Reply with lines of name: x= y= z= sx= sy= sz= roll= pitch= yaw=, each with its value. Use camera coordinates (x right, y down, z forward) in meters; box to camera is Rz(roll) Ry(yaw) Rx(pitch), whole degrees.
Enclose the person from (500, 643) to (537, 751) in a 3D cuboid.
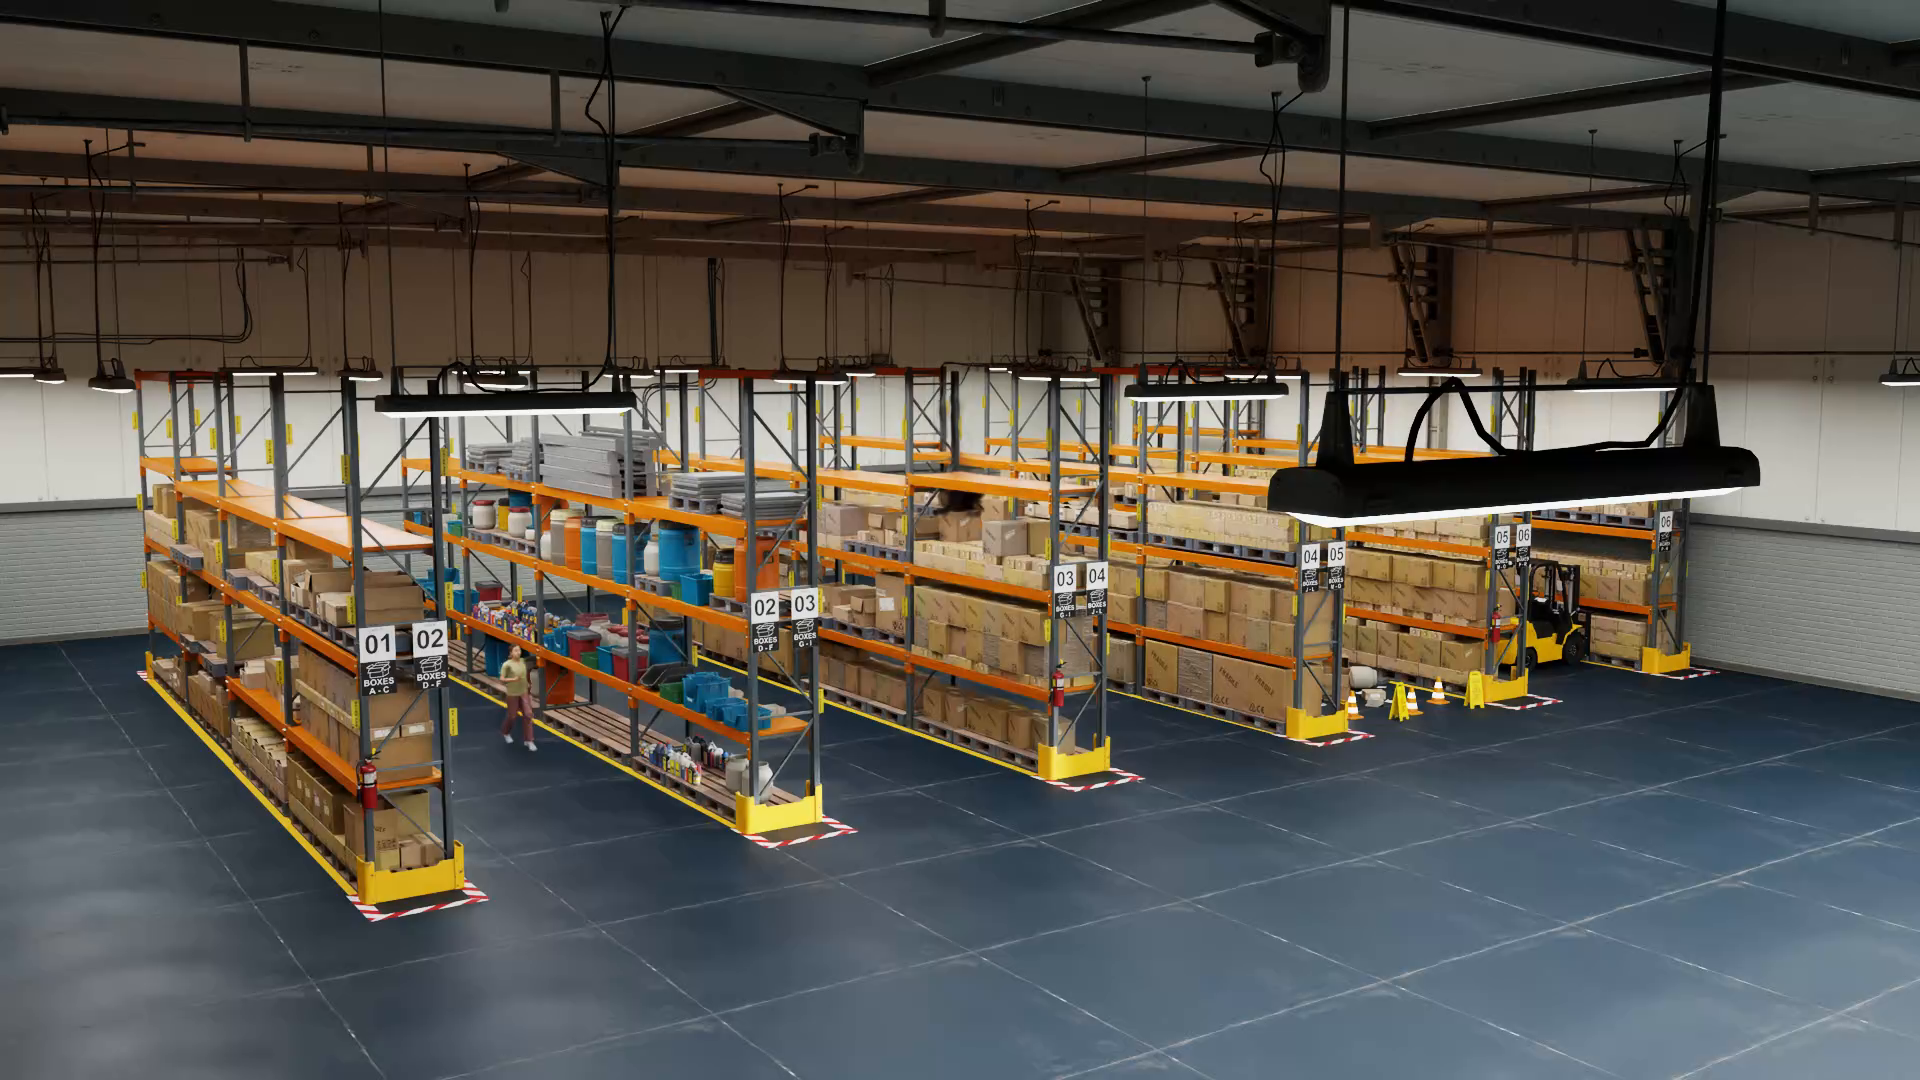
person: x=-7.089 y=2.483 z=26.572 sx=0.570 sy=1.688 sz=0.904 roll=-6 pitch=9 yaw=-43
